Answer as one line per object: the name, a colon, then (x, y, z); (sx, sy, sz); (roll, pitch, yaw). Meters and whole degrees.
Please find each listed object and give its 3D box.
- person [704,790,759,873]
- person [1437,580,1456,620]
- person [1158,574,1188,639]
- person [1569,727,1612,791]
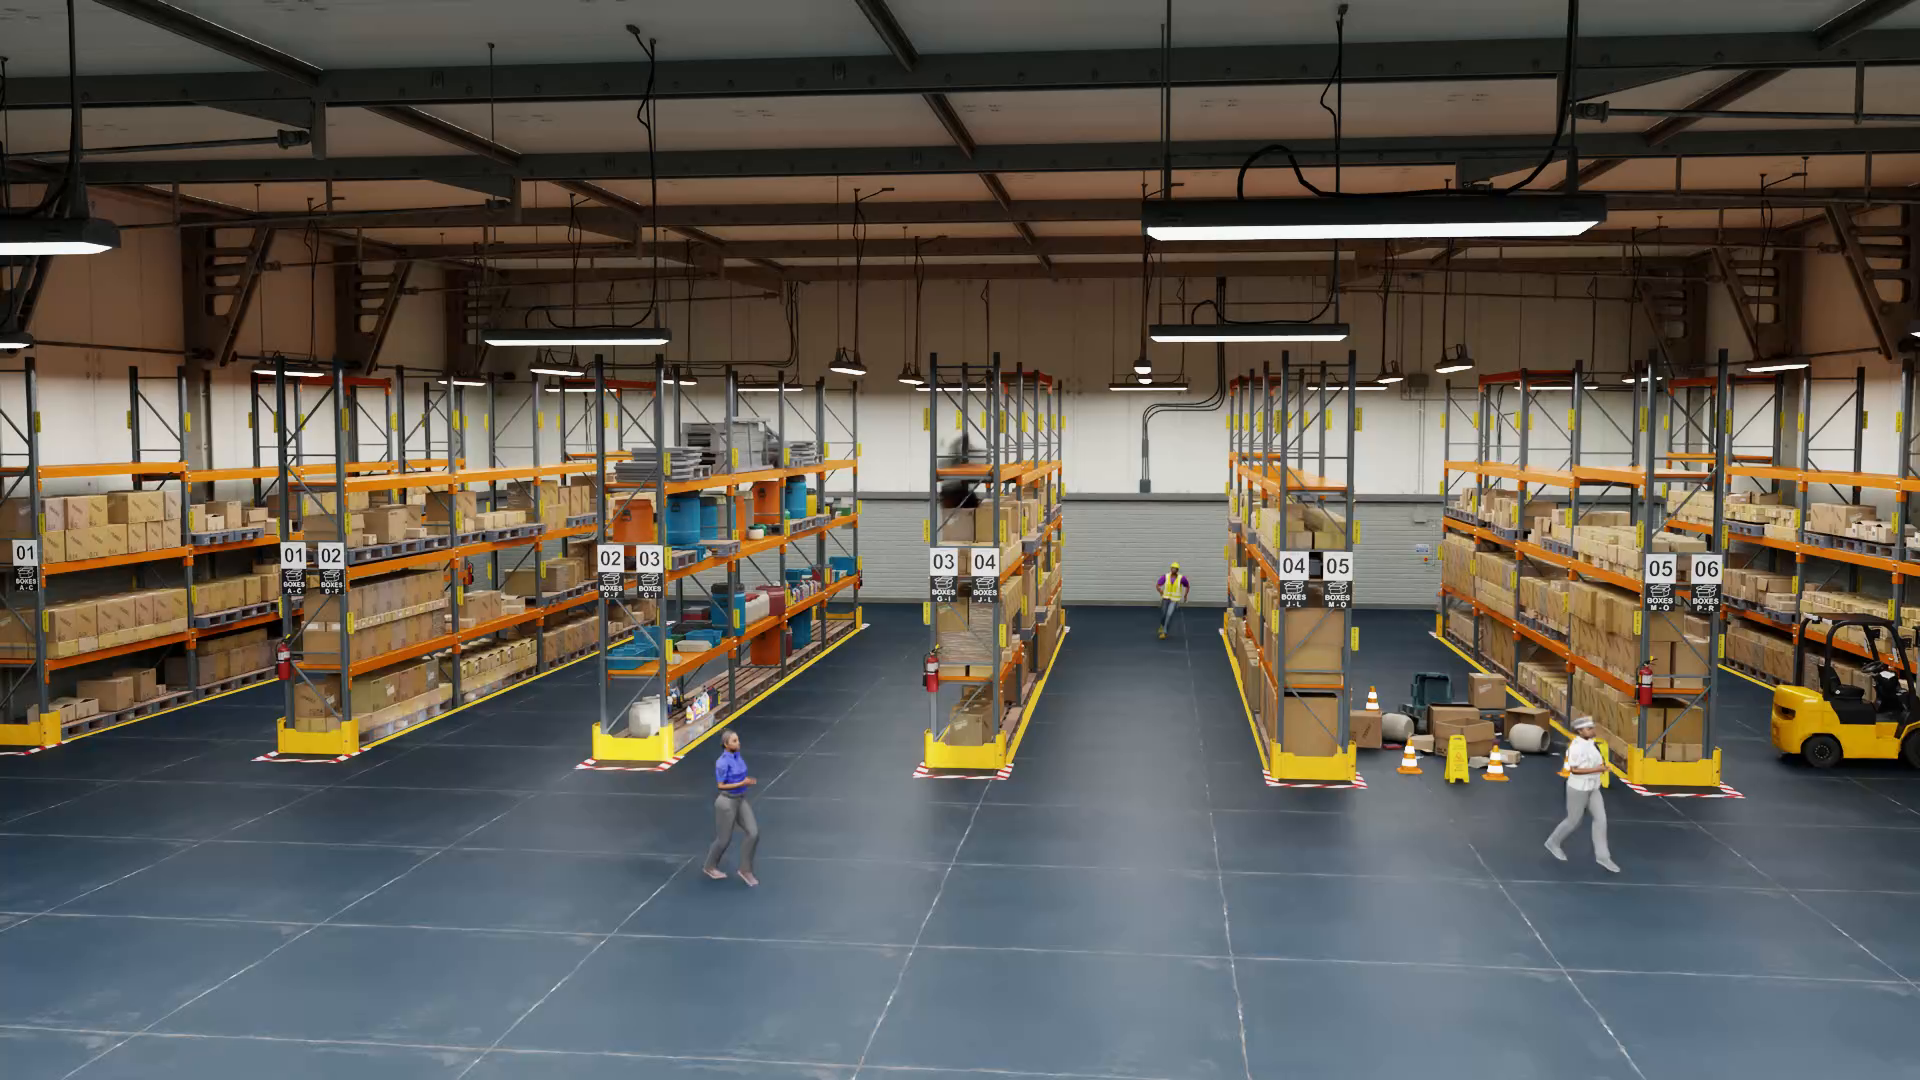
person: (-2.418, 3.141, 17.966); (0.444, 0.914, 0.371); (2, 5, 29)
person: (11.763, 1.396, 40.059); (0.524, 1.387, 0.684); (1, 4, 11)
person: (4.912, 1.521, 38.629); (0.731, 1.468, 0.971); (1, 4, 16)
person: (7.022, 2.394, 18.587); (0.570, 0.797, 0.601); (-3, 5, -39)
